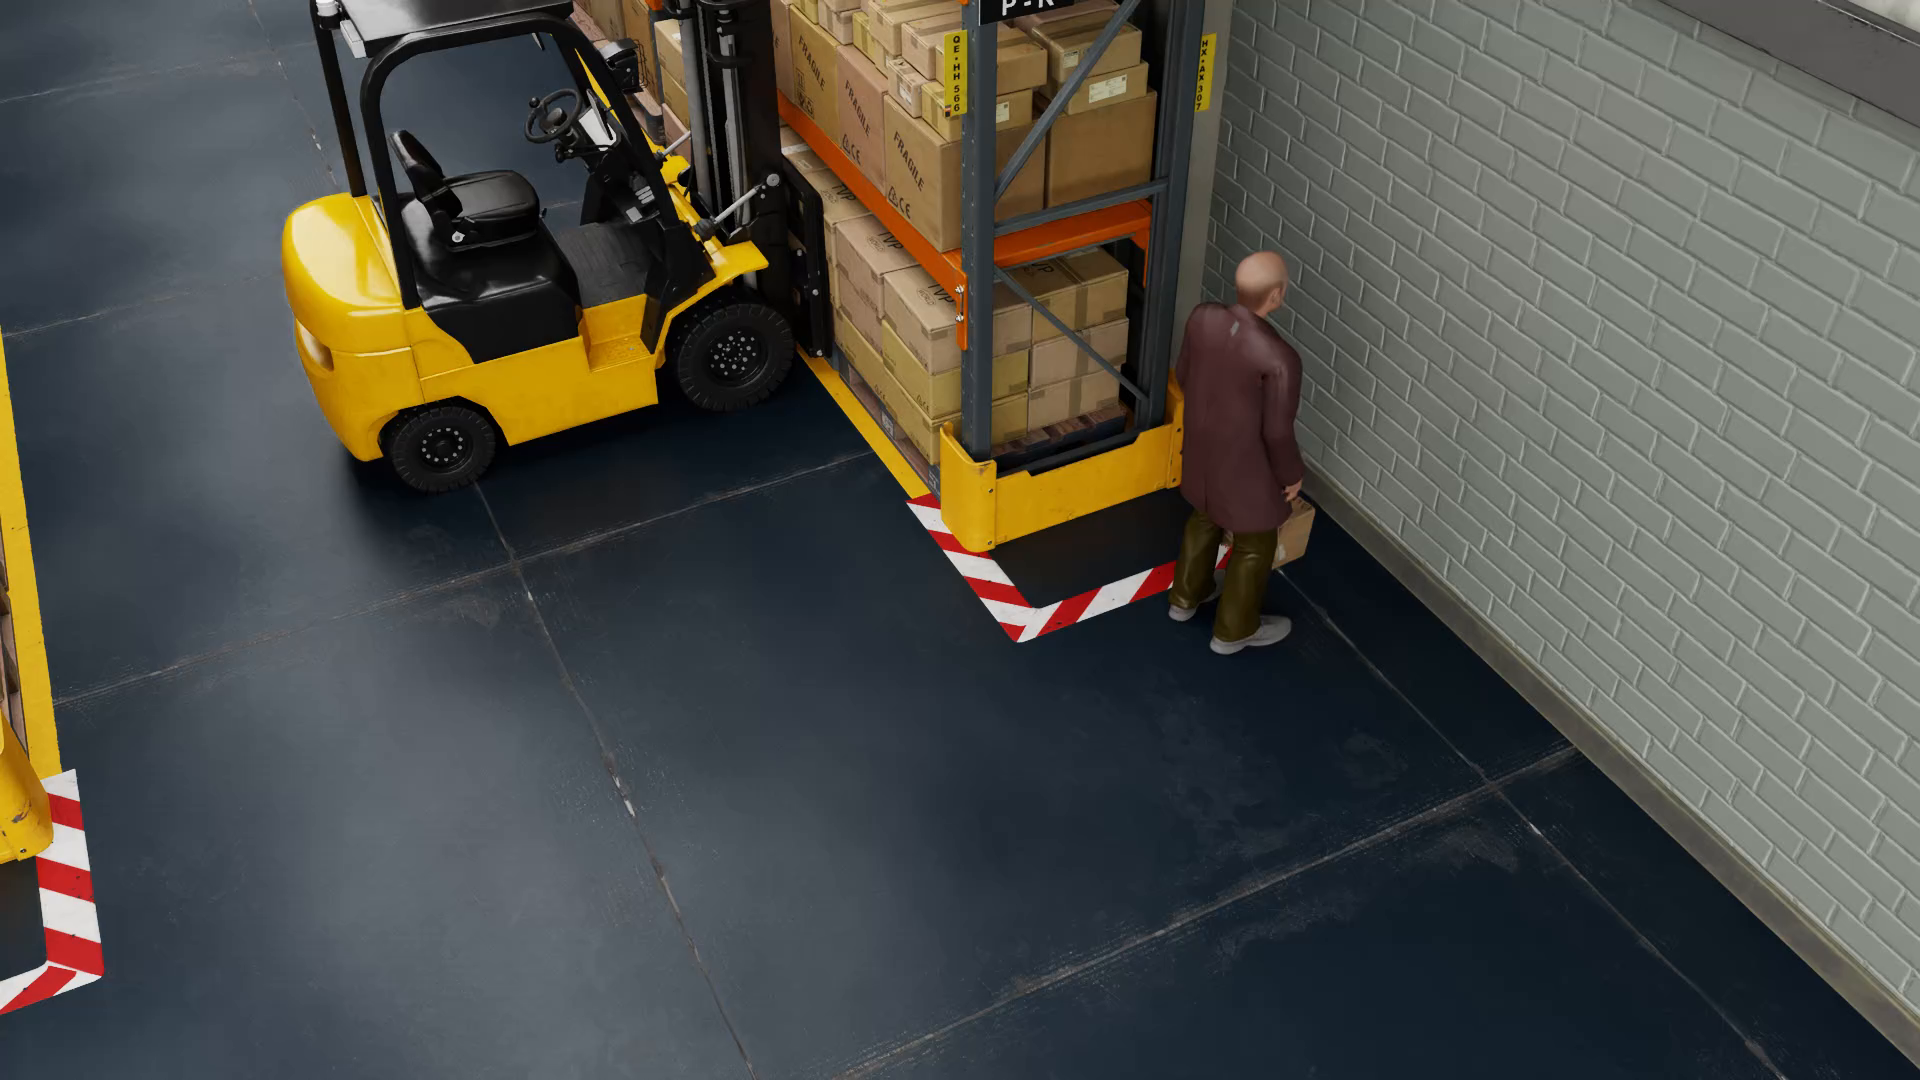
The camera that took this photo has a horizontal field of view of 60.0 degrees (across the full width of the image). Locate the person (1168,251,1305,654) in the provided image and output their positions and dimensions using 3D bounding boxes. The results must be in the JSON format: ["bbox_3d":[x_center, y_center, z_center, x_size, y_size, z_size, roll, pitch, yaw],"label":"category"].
[{"bbox_3d":[1.090,-0.340,6.563,0.424,1.776,0.596,-26,47,-27],"label":"person"}]
